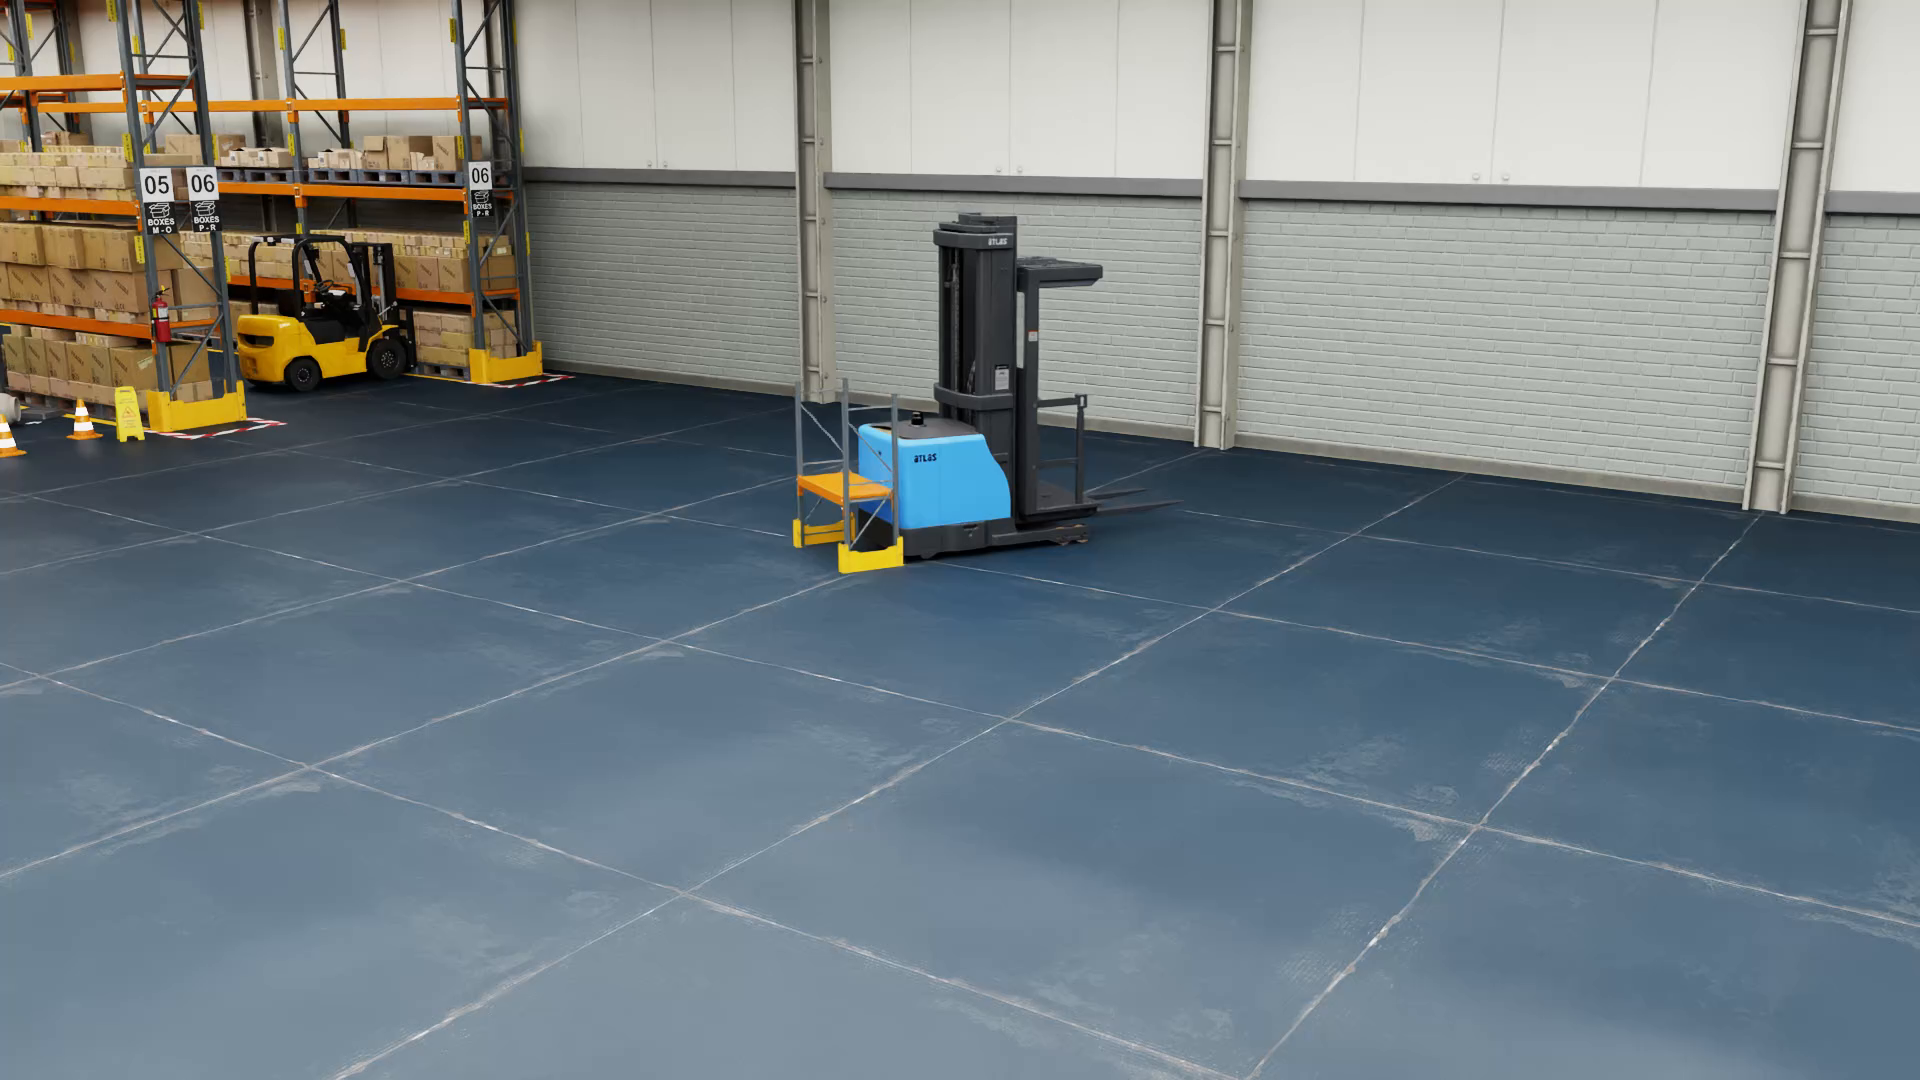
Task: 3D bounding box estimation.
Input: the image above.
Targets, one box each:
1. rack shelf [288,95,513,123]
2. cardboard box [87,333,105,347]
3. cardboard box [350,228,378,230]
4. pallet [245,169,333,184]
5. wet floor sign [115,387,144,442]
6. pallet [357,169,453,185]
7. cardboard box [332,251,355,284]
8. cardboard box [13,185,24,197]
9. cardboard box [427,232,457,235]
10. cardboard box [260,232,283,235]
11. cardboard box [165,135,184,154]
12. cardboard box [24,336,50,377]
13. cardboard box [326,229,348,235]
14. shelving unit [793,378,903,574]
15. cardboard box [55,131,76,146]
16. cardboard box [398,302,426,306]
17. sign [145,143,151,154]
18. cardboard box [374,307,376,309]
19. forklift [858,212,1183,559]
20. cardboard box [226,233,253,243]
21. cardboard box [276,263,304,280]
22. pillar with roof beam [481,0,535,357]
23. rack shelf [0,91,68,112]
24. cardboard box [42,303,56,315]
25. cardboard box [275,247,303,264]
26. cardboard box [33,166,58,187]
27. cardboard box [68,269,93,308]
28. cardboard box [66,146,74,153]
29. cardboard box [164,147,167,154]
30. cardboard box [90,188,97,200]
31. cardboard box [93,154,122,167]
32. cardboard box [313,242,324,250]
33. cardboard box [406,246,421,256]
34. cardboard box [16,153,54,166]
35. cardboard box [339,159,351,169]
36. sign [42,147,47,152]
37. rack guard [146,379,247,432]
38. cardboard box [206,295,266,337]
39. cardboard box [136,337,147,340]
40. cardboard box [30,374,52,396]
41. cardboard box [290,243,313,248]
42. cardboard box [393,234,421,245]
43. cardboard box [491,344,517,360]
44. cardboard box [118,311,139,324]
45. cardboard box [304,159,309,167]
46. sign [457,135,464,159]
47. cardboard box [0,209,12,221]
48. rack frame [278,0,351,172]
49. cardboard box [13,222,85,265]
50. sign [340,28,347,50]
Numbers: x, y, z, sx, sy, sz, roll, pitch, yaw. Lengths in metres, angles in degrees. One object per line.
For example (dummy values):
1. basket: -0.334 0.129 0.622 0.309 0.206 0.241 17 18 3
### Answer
1. rack shelf: -8.520 -6.544 25.286 4.000 0.370 1.077 9 17 33
2. cardboard box: -10.986 -2.590 21.408 0.250 0.149 0.380 10 17 34
3. cardboard box: -9.560 -4.926 26.732 0.250 0.149 0.380 9 16 31
4. pallet: -10.918 -5.922 27.086 1.217 0.209 0.805 8 16 31
5. wet floor sign: -10.067 -1.535 20.107 0.267 0.644 0.232 -10 17 -35
6. pallet: -8.449 -5.583 25.504 1.213 0.211 1.003 9 17 33
7. cardboard box: -9.515 -4.314 26.225 0.500 0.500 0.500 10 17 34
8. cardboard box: -12.186 -4.597 21.860 0.250 0.149 0.380 10 17 34
9. cardboard box: -8.037 -4.698 25.808 0.250 0.149 0.380 9 16 31
10. cardboard box: -11.590 -5.110 28.093 0.250 0.149 0.380 9 17 33
11. cardboard box: -13.033 -6.591 28.099 0.500 0.500 0.500 9 17 33
12. cardboard box: -12.157 -2.484 22.328 0.500 0.500 0.500 10 17 35
13. cardboard box: -9.803 -4.835 26.364 0.250 0.149 0.380 9 17 34
14. shelving unit: -0.994 -0.589 14.506 0.587 1.500 1.083 -7 16 -27
15. cardboard box: -16.525 -7.421 30.701 0.258 0.266 0.396 9 16 32
16. cardboard box: -8.822 -3.635 26.458 0.500 0.250 0.500 9 17 33
17. sign: -13.803 -6.579 28.265 0.005 0.325 0.100 9 17 33
18. cardboard box: -9.115 -3.535 26.056 0.500 0.250 0.500 10 17 35
19. forklift: 0.621 -1.482 15.135 3.031 2.935 1.130 -7 15 -26
20. cardboard box: -12.051 -5.055 27.869 0.250 0.149 0.380 9 17 33
21. cardboard box: -10.743 -4.386 27.036 0.500 0.250 0.500 10 17 34
22. pillar with roof beam: -9.337 -6.233 21.704 0.400 9.000 9.100 9 17 33
23. rack shelf: -18.477 -8.345 31.740 4.000 0.370 1.077 9 17 33
24. cardboard box: -11.808 -3.051 21.857 0.250 0.149 0.380 9 17 33
25. cardboard box: -10.729 -4.628 26.974 0.500 0.250 0.500 9 16 32
26. cardboard box: -11.472 -4.663 21.294 0.500 0.250 0.500 9 17 33
27. cardboard box: -11.057 -3.263 21.362 0.500 0.500 0.500 9 17 33
28. cardboard box: -15.707 -6.960 29.704 0.250 0.149 0.380 9 17 33
29. cardboard box: -13.844 -6.845 29.280 0.250 0.149 0.380 9 17 33
30. cardboard box: -10.679 -4.359 20.897 0.250 0.149 0.380 9 17 33
31. cardboard box: -10.487 -4.697 20.602 0.250 0.149 0.380 9 16 32
32. cardboard box: -10.061 -4.711 26.482 0.250 0.149 0.380 9 16 32
33. cardboard box: -8.161 -4.398 25.216 0.250 0.149 0.380 9 16 31
34. cardboard box: -11.984 -4.937 21.571 0.250 0.149 0.380 9 16 31
35. cardboard box: -9.339 -5.806 25.659 0.250 0.149 0.380 10 17 34
36. sign: -12.650 -5.269 22.975 0.005 0.325 0.100 9 17 33
37. rack guard: -9.690 -1.713 21.131 0.348 0.500 1.175 9 17 33
38. cardboard box: -12.442 -3.858 28.661 0.625 0.625 0.875 10 17 35
39. cardboard box: -11.010 -2.454 22.209 0.500 0.500 0.500 10 17 34
40. cardboard box: -12.158 -2.120 22.419 0.500 0.250 0.500 10 17 36
41. cardboard box: -10.586 -4.808 26.872 0.250 0.149 0.380 10 17 35
42. cardboard box: -8.390 -4.572 25.298 0.250 0.149 0.380 10 17 34
43. cardboard box: -7.158 -2.881 25.493 0.500 0.250 0.500 9 17 33
44. cardboard box: -10.329 -2.814 20.897 0.250 0.149 0.380 9 16 32
45. cardboard box: -10.774 -6.183 27.181 0.250 0.149 0.380 9 17 33
46. sign: -7.174 -5.648 23.902 0.005 0.325 0.100 9 17 33
47. cardboard box: -18.665 -6.172 32.074 0.500 0.500 0.500 10 17 34
48. rack frame: -10.179 -7.355 26.235 0.127 3.000 1.000 9 17 33
49. cardboard box: -11.889 -3.883 21.787 0.500 0.500 0.700 9 16 32
50. sign: -9.849 -7.993 26.538 0.005 0.325 0.100 9 17 33
